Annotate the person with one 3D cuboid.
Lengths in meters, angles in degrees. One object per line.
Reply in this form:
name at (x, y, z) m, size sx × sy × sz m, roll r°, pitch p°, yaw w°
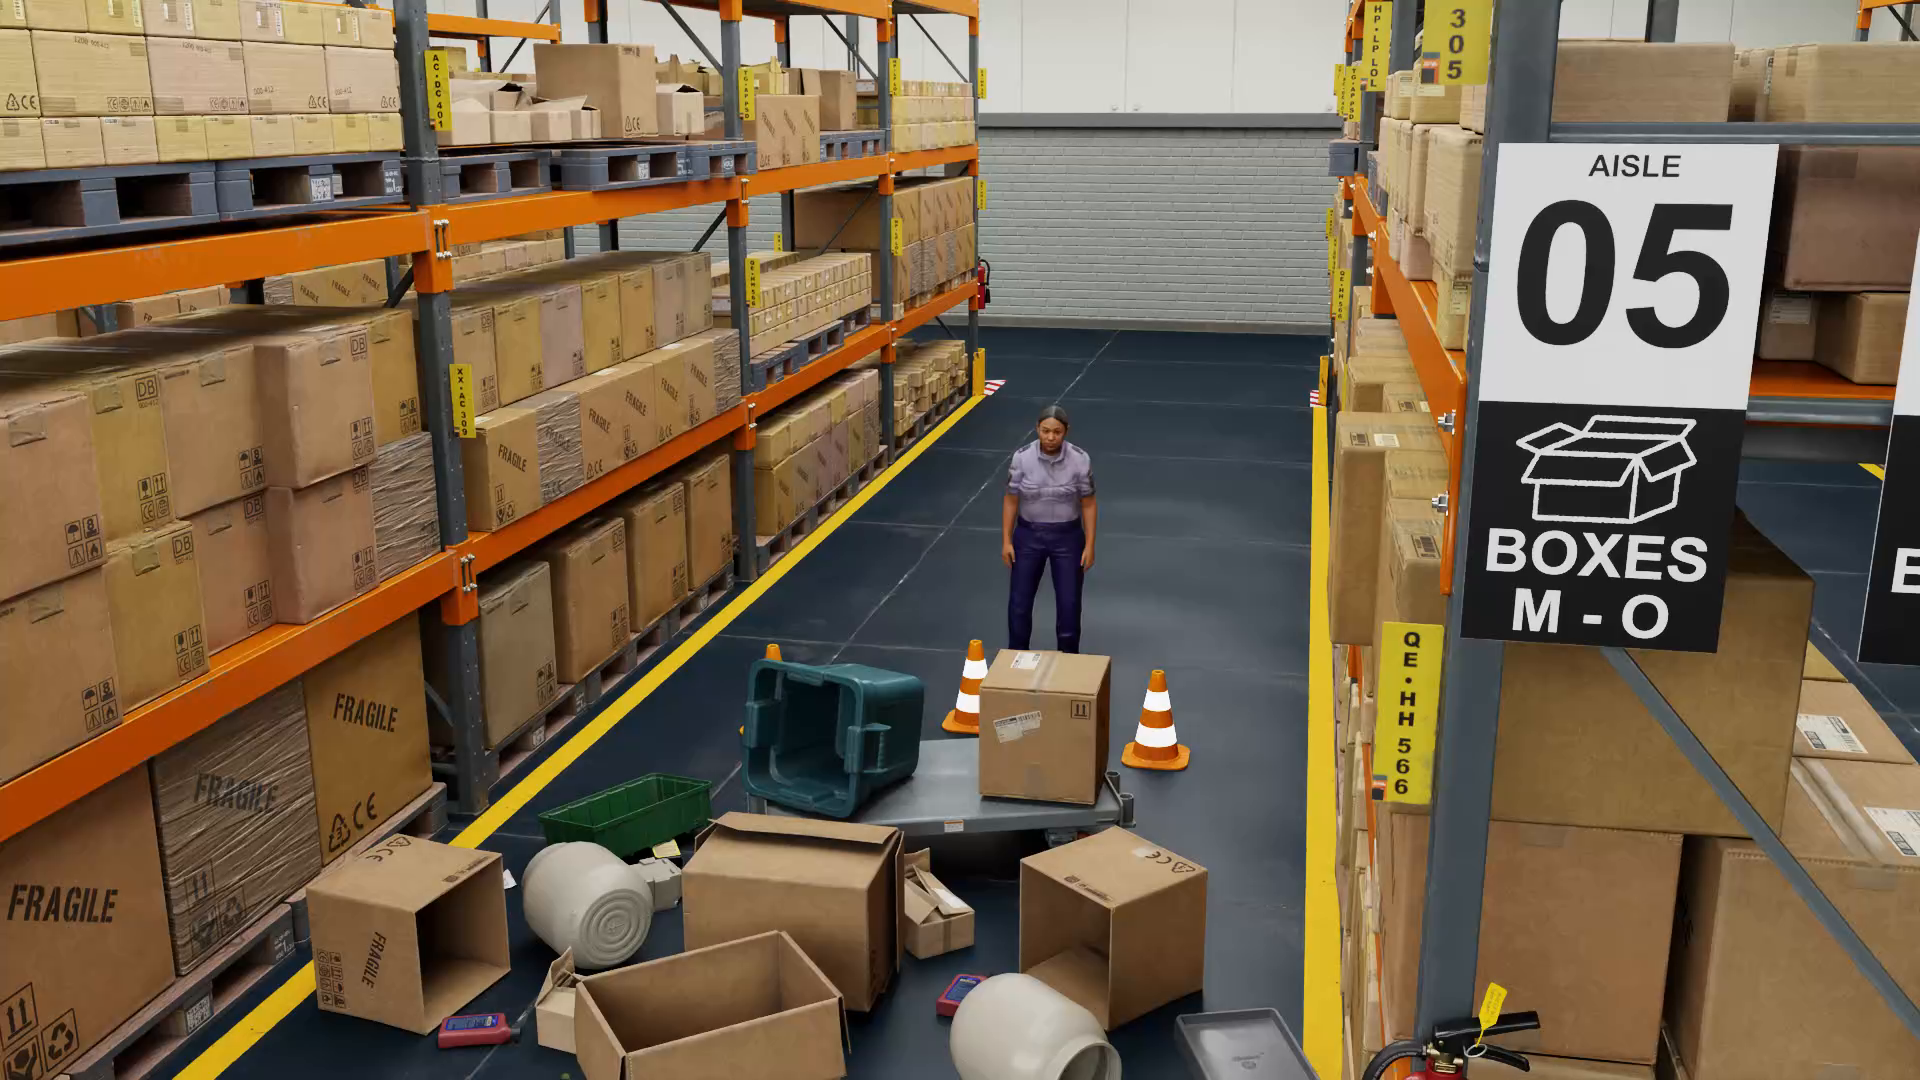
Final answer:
person at (0.489, 0.046, 9.355) m, size 0.549 × 1.651 × 0.331 m, roll 2°, pitch 15°, yaw 7°
